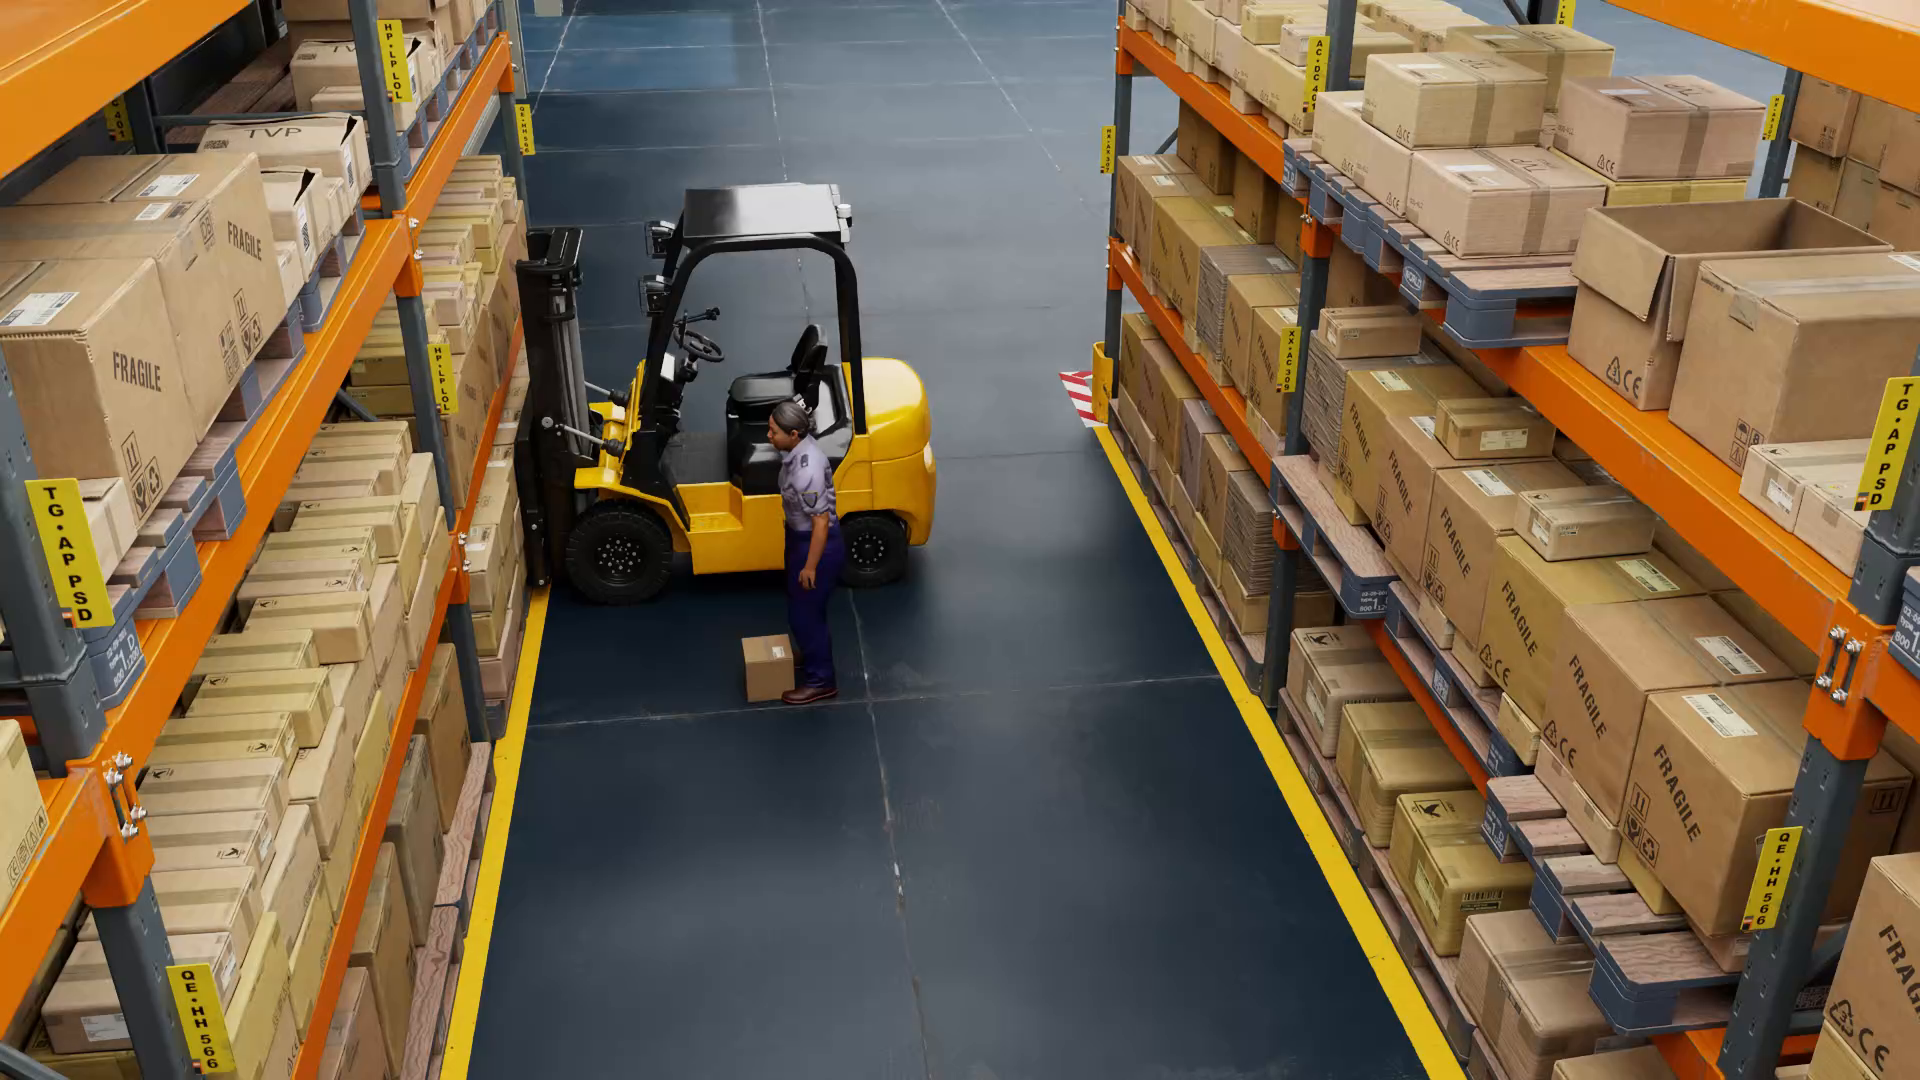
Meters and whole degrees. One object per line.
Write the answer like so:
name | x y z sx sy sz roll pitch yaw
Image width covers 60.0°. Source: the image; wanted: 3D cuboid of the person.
person | -0.785 0.038 8.554 0.376 1.651 0.561 -5 28 -10
